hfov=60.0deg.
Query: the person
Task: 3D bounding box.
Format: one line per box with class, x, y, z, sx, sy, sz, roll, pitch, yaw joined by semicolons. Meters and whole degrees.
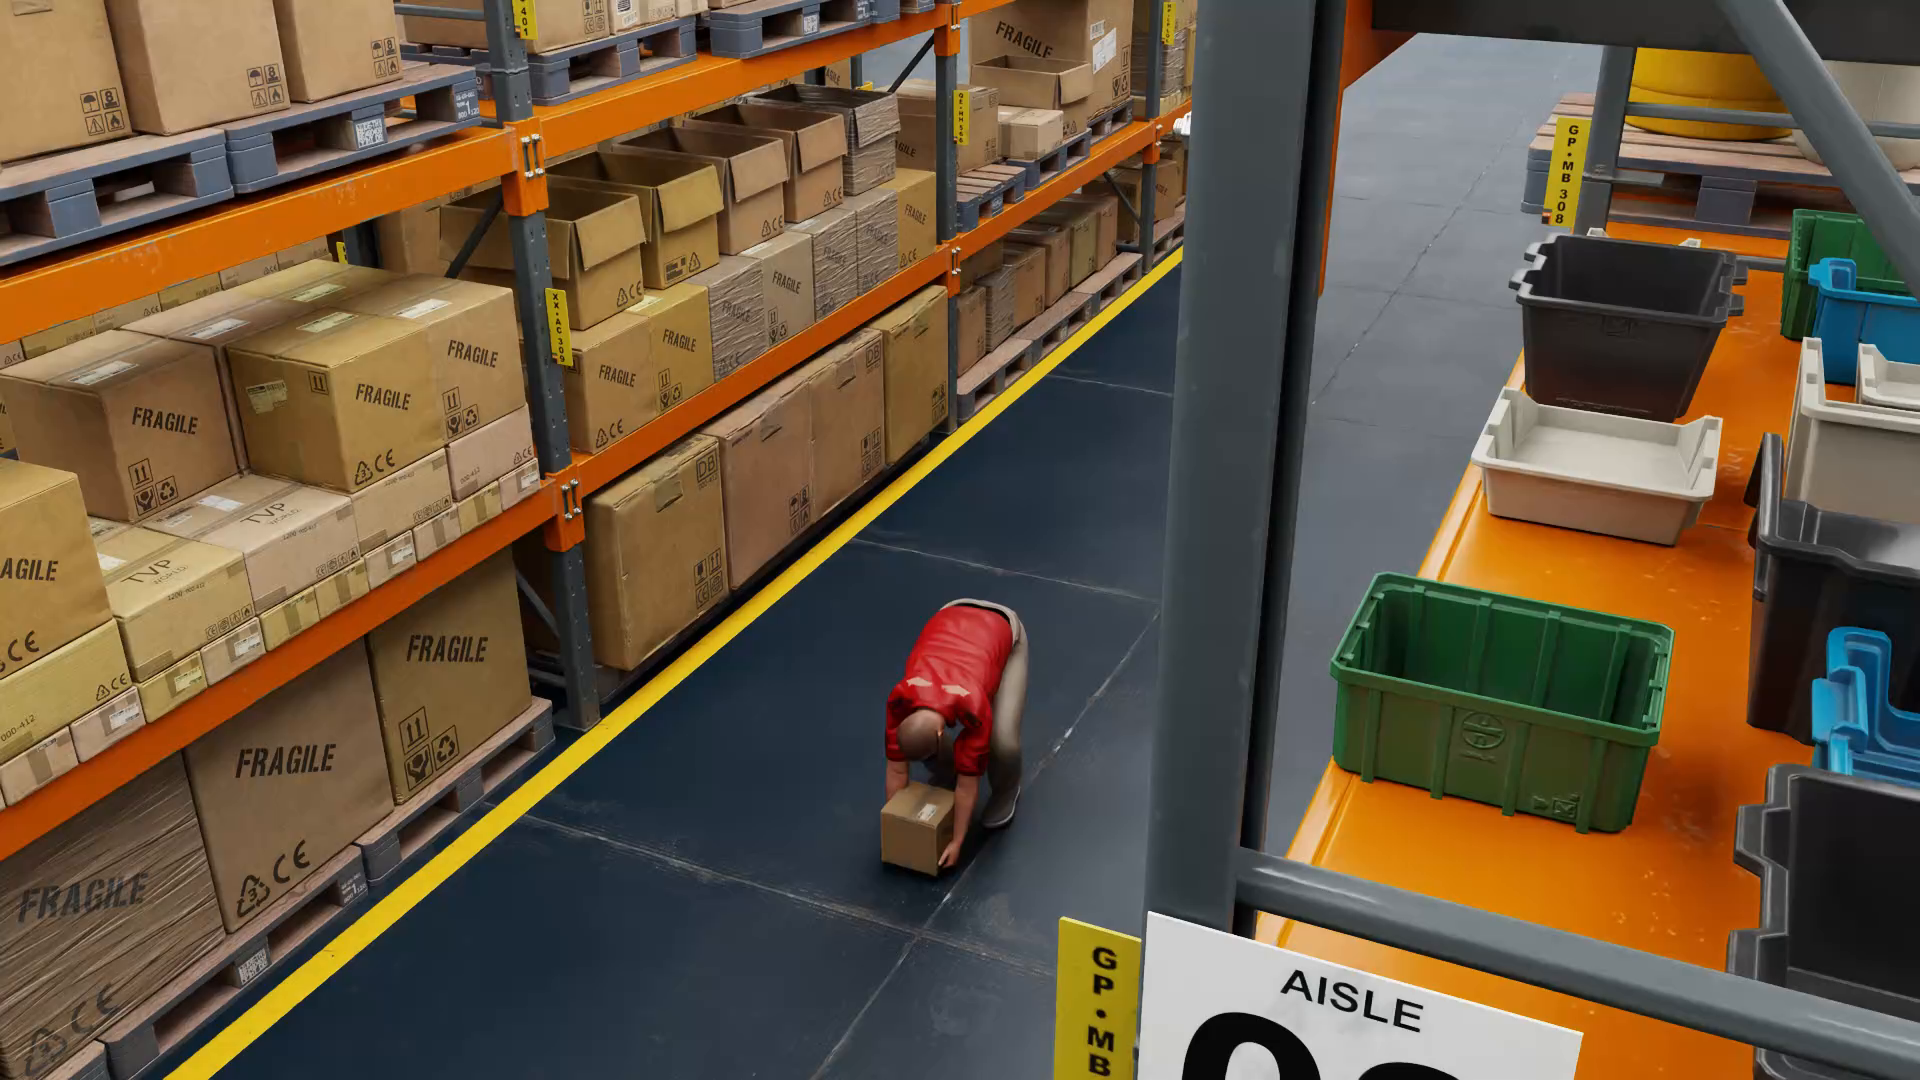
person;-0.021;0.800;6.910;0.540;0.922;0.956;10;28;19
